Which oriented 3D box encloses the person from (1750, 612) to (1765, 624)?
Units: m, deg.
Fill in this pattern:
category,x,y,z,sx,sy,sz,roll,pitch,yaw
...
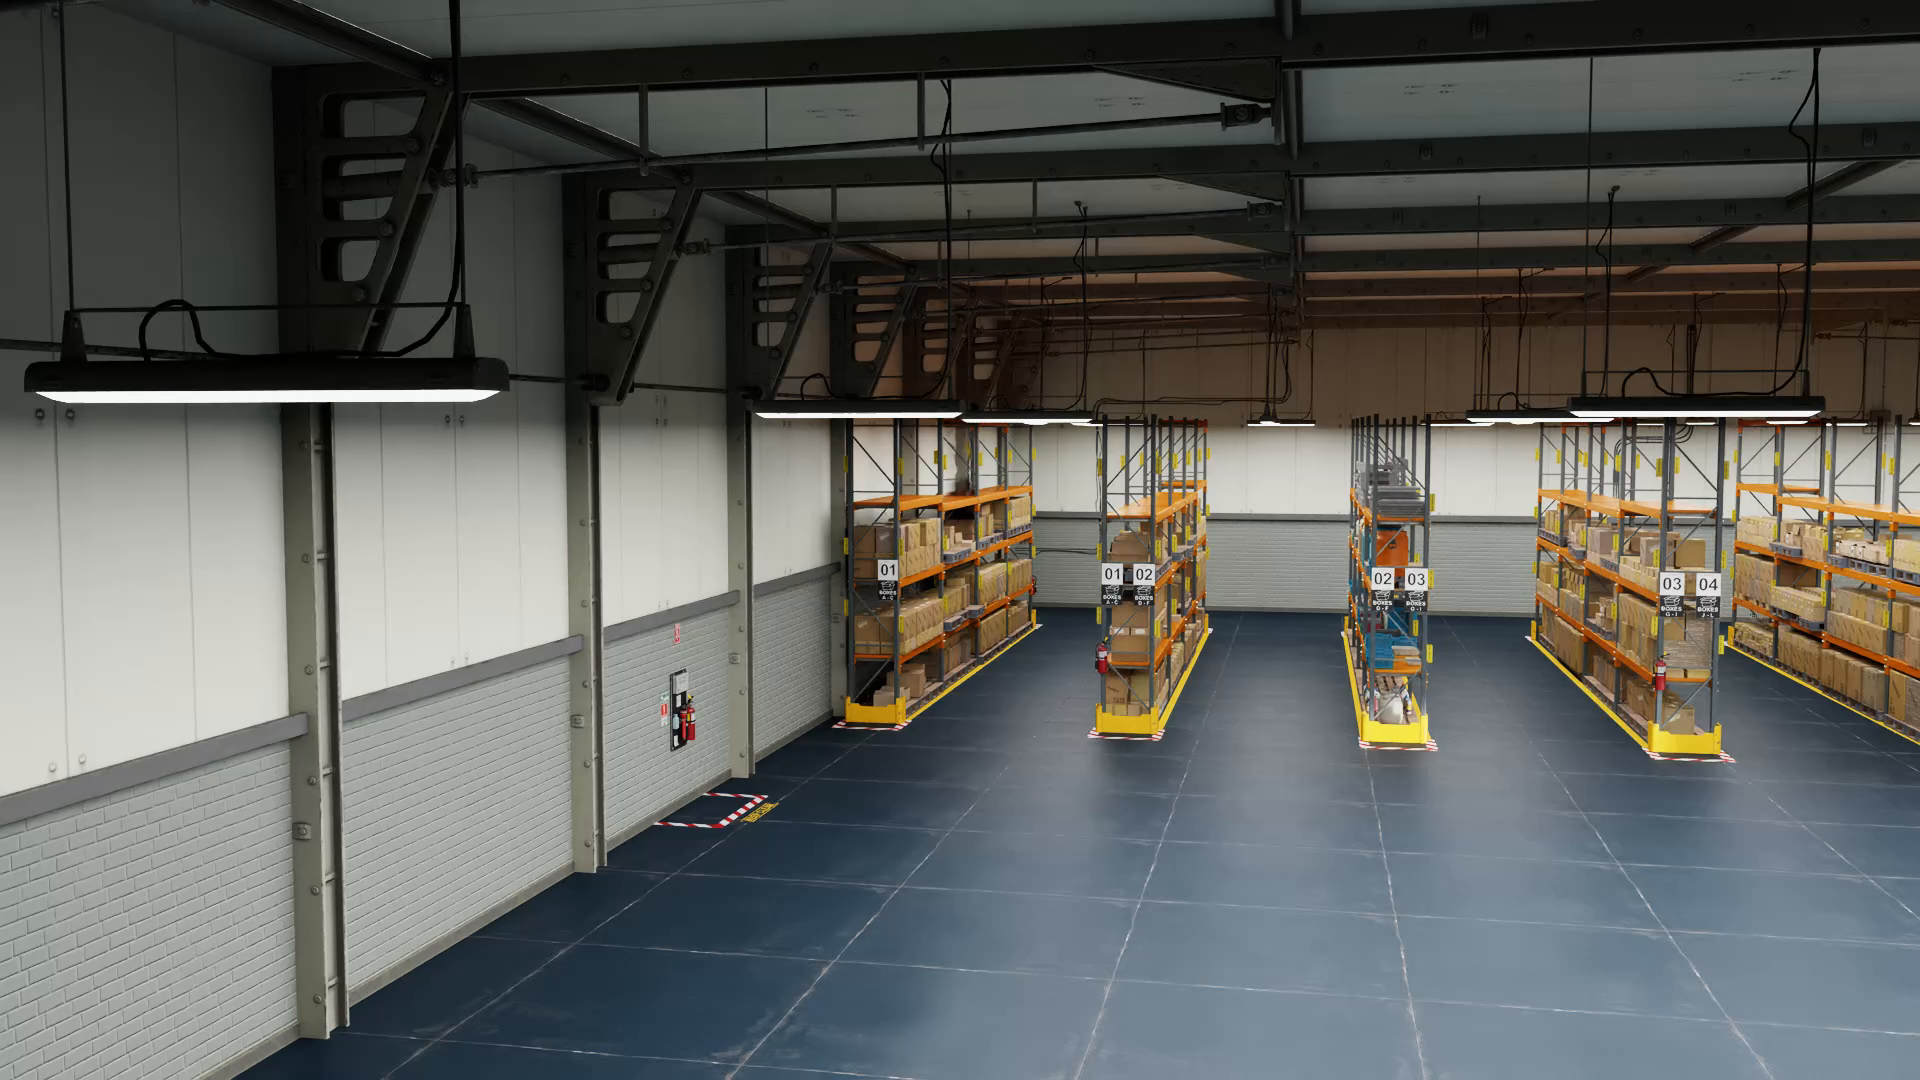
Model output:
category,x,y,z,sx,sy,sz,roll,pitch,yaw
person,21.748,1.883,45.199,0.821,1.669,0.678,1,4,18
